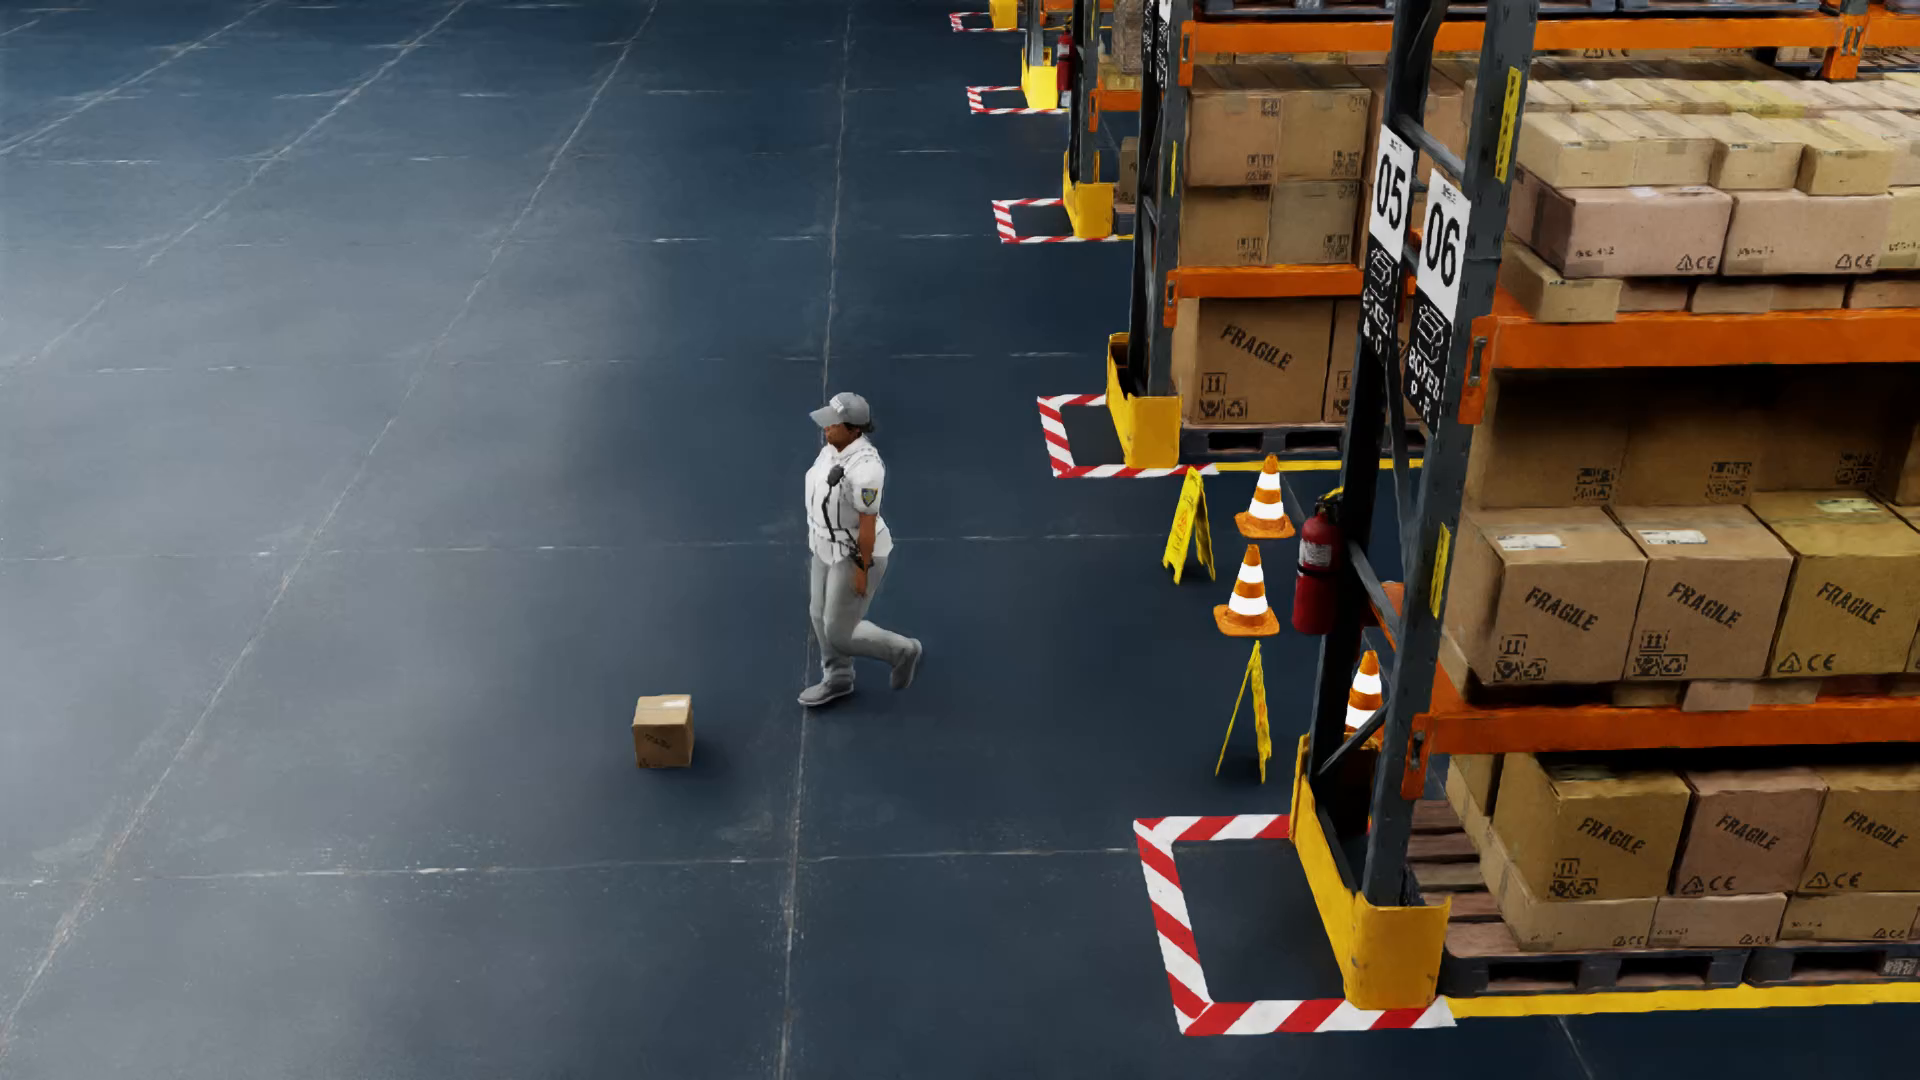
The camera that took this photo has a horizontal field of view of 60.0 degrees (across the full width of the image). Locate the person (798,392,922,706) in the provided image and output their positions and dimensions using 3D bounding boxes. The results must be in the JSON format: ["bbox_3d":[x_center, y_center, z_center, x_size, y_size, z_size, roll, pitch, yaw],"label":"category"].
[{"bbox_3d":[-0.528,0.050,8.065,0.591,1.648,0.484,-14,31,-25],"label":"person"}]
